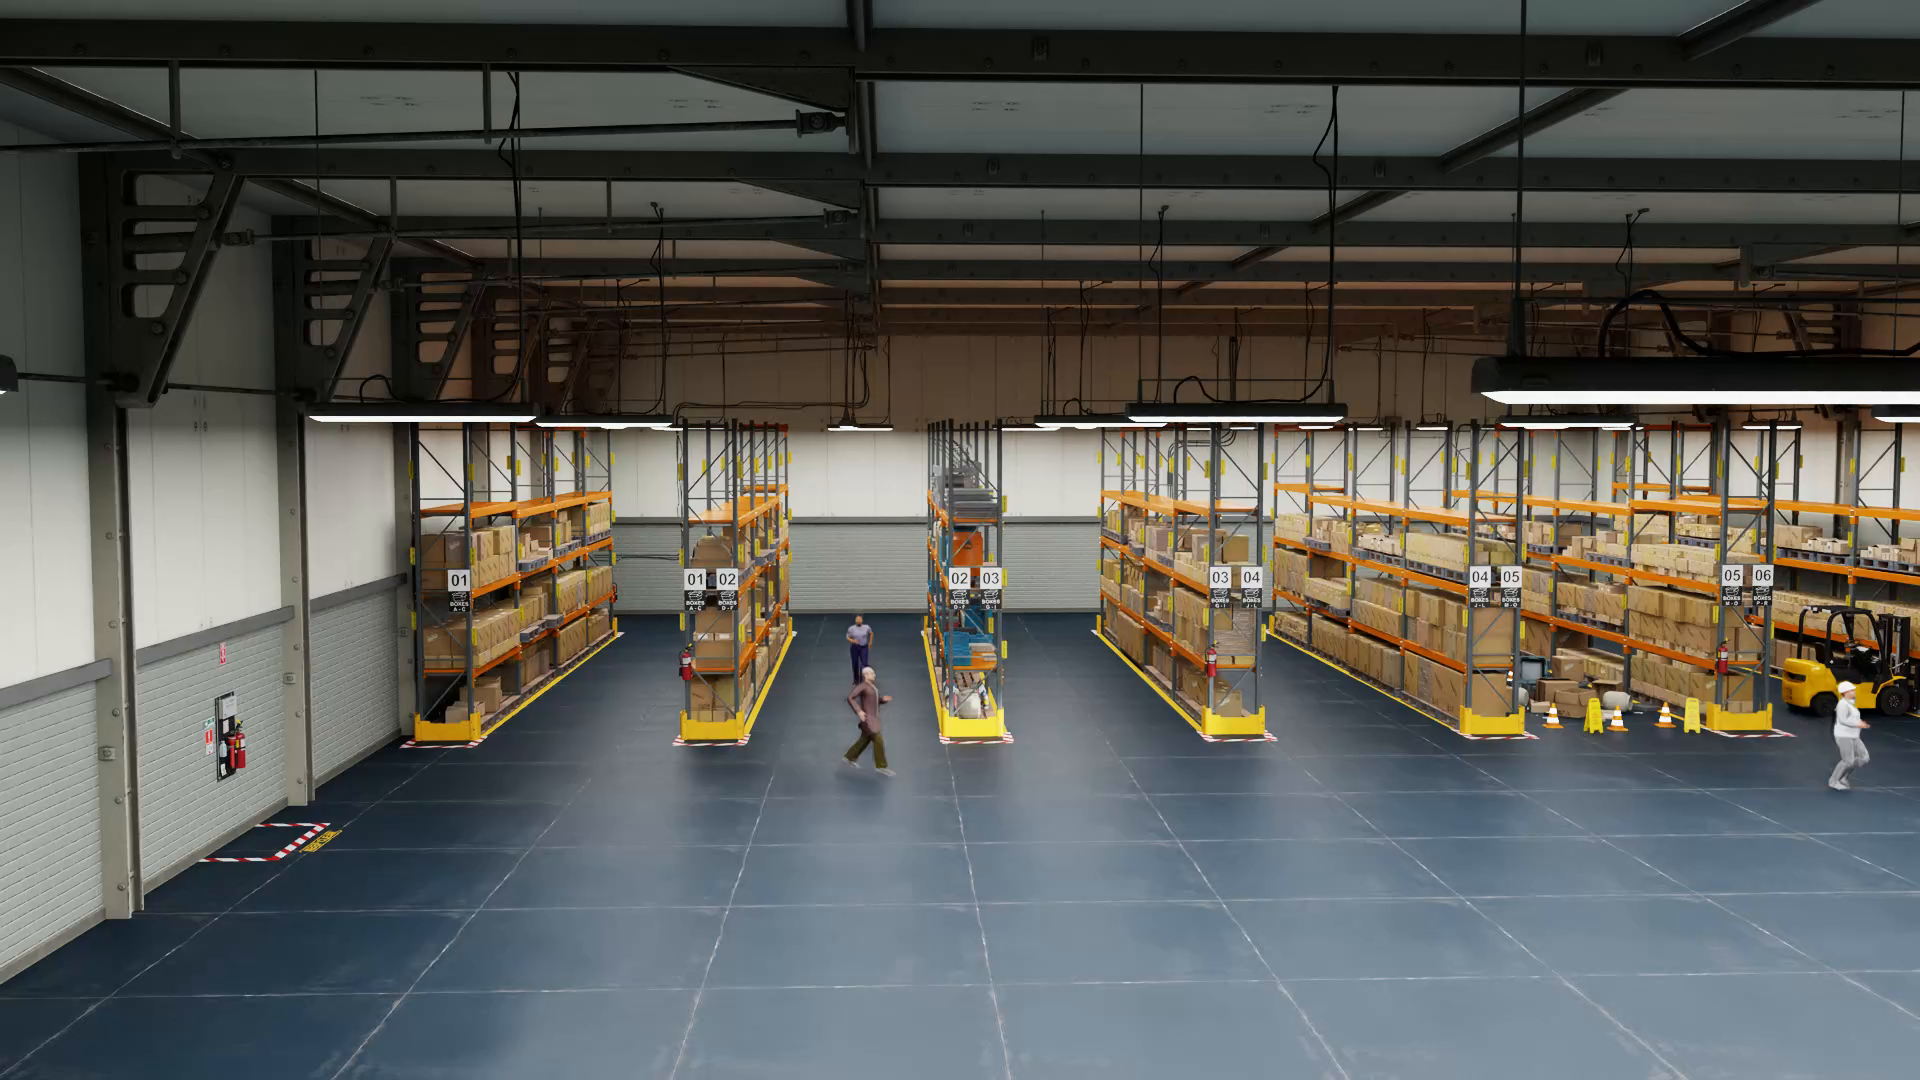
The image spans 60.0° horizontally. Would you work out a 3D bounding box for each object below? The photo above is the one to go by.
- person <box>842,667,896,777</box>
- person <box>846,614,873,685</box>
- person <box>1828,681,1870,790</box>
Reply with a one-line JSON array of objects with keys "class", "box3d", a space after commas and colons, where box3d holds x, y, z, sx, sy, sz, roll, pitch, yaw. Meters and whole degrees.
[{"class": "person", "box3d": [-1.528, 3.028, 27.845, 0.996, 1.806, 0.688, 1, 4, 13]}, {"class": "person", "box3d": [-2.258, 2.524, 37.433, 0.613, 1.704, 0.711, 0, 4, -6]}, {"class": "person", "box3d": [14.243, 3.135, 26.607, 0.583, 1.742, 0.711, 3, 5, 40]}]
